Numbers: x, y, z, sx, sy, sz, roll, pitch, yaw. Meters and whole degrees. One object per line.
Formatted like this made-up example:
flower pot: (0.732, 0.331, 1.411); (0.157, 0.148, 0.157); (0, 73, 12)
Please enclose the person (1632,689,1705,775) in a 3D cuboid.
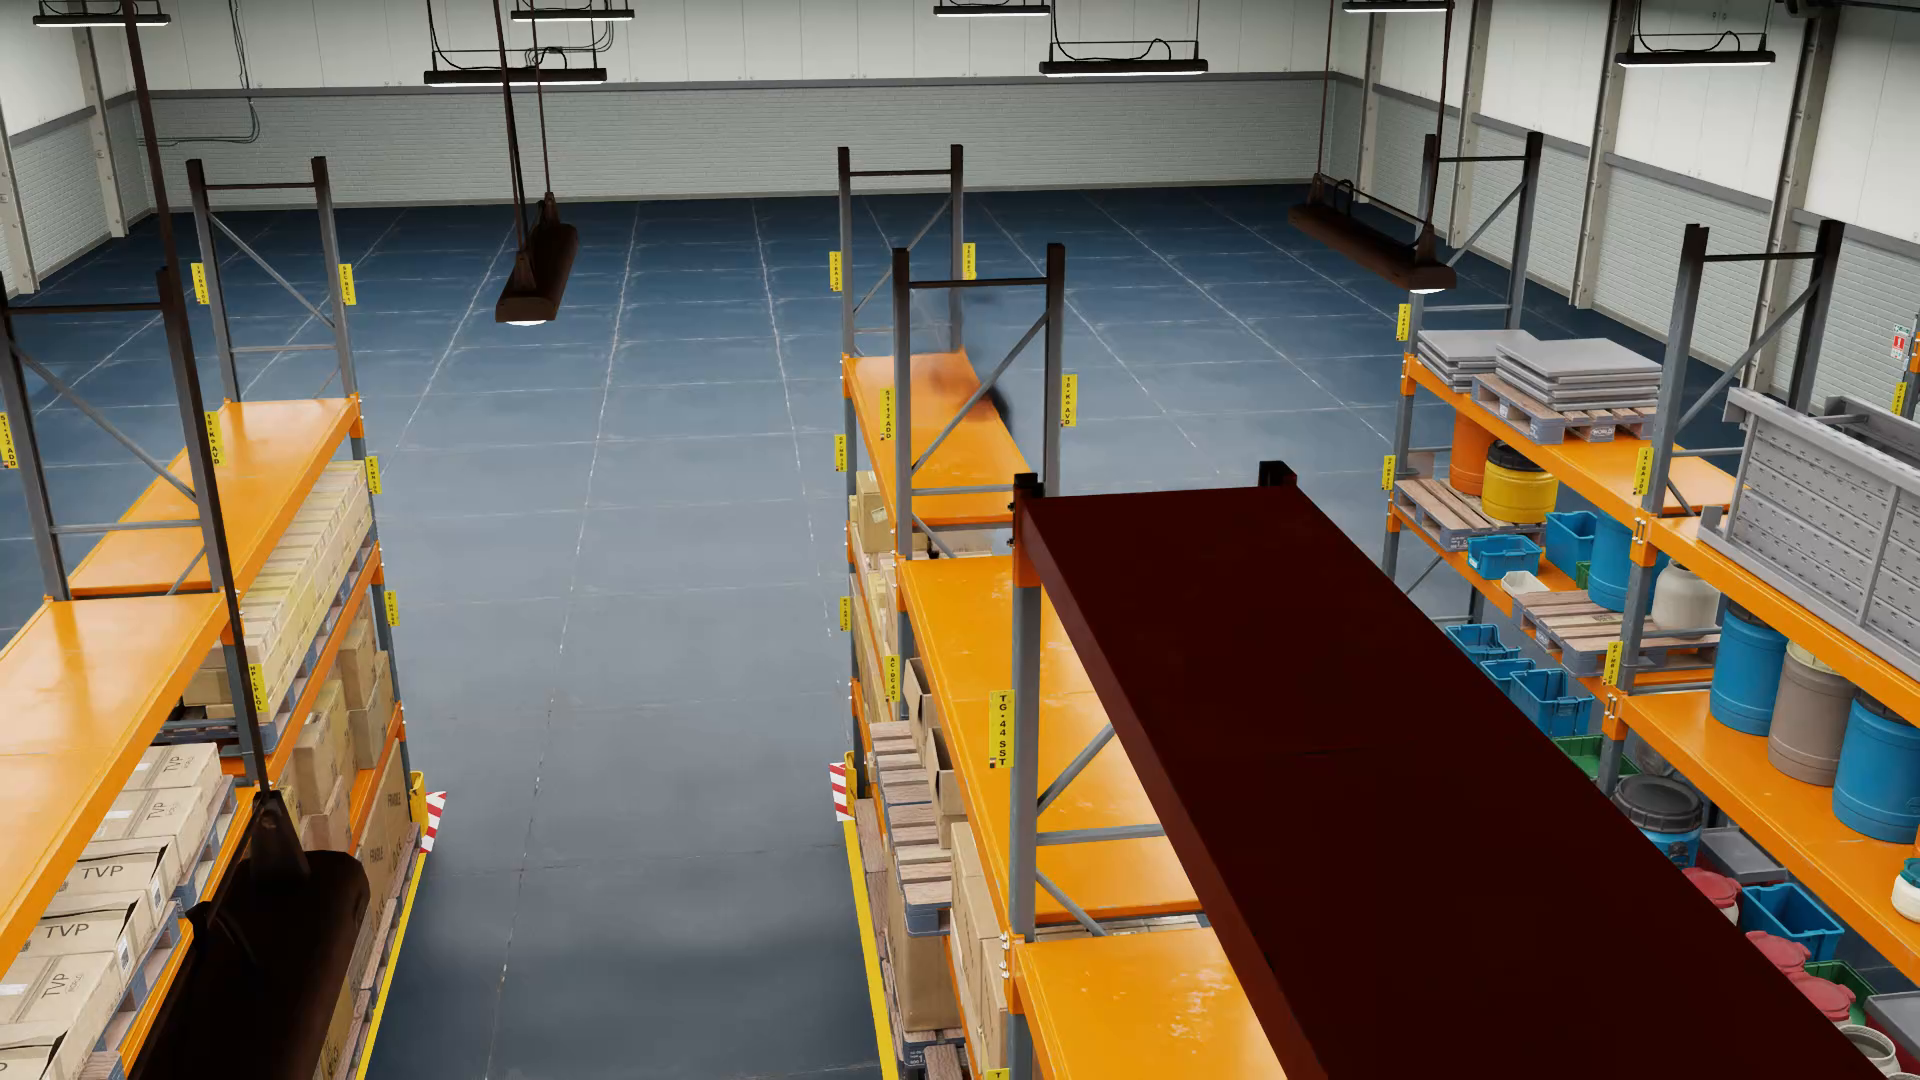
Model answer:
person: (6.225, 1.732, 14.839); (0.643, 1.820, 0.776); (-10, 24, -24)
